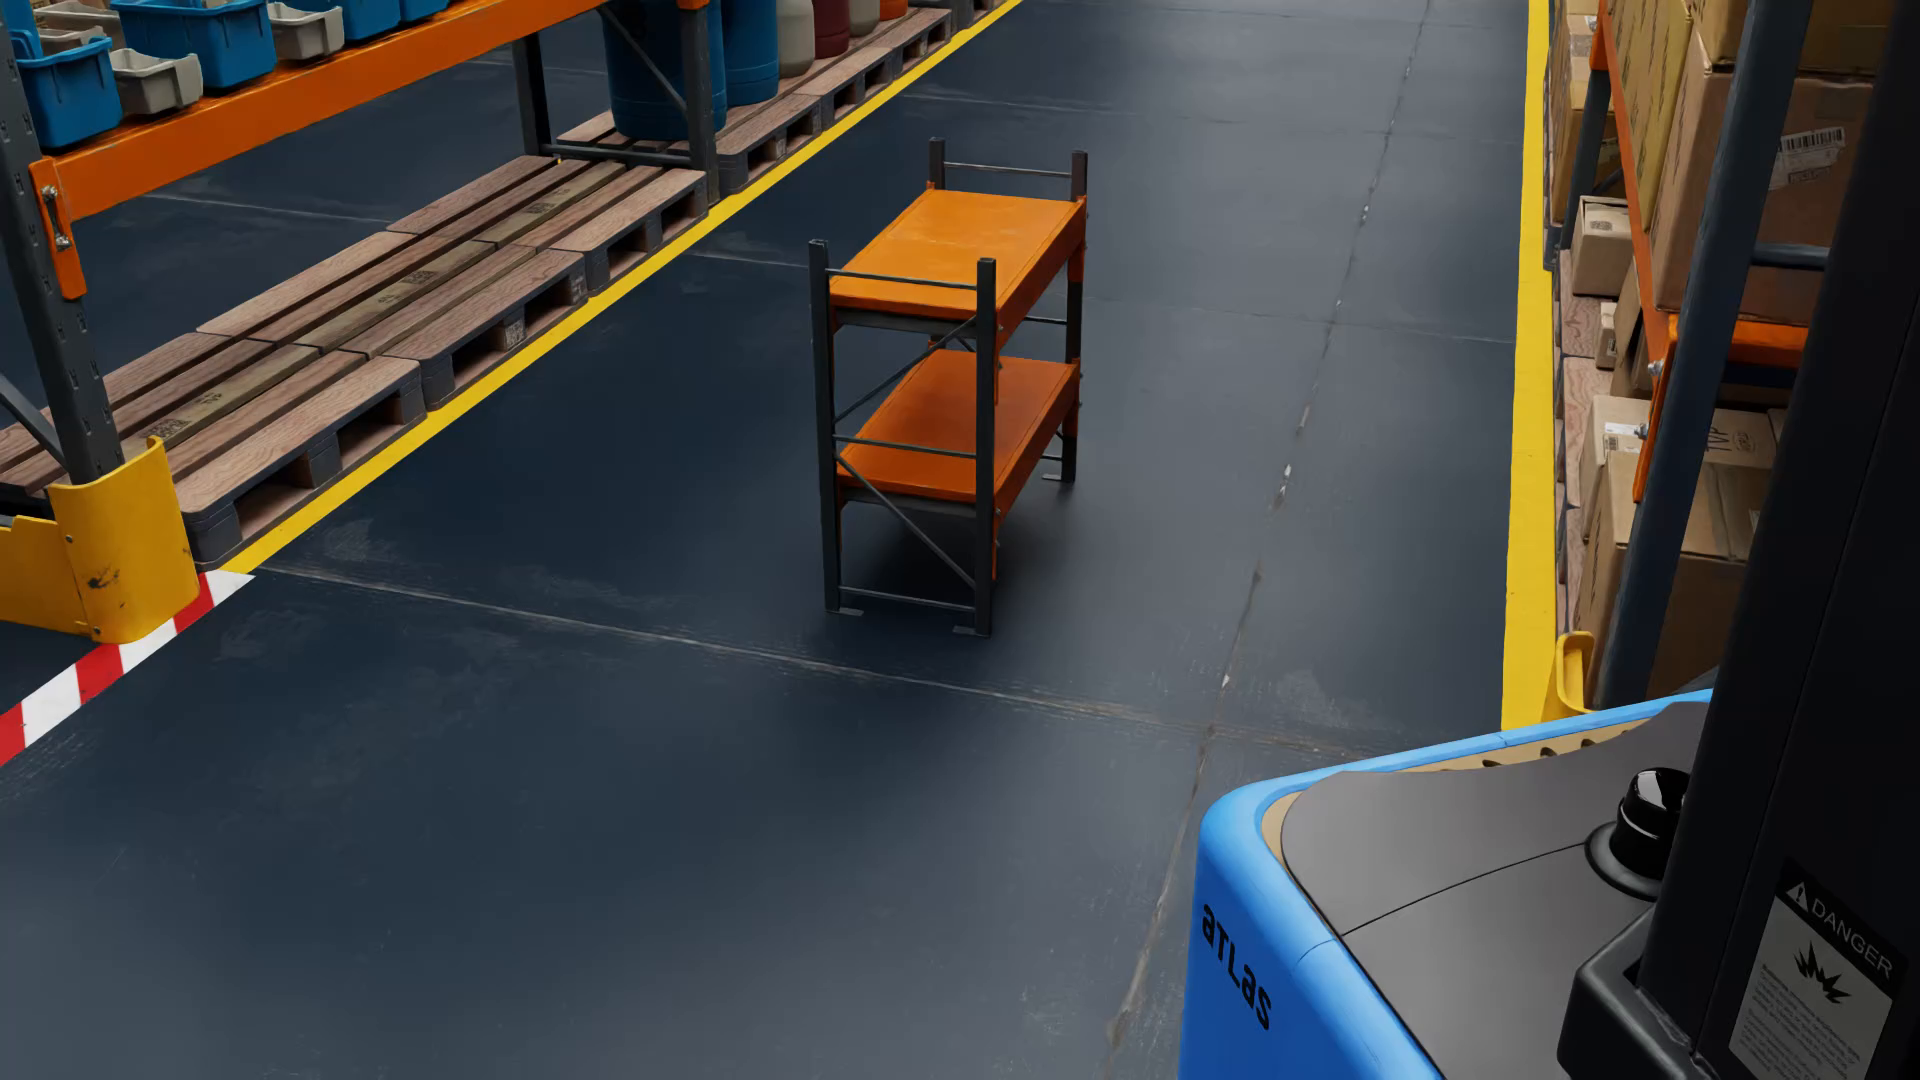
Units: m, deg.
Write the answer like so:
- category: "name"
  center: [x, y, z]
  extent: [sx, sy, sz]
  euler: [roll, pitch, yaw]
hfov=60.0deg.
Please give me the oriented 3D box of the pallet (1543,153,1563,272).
- category: "pallet"
  center: [3.249, -1.497, 7.723]
  extent: [1.003, 0.211, 1.213]
  euler: [8, 30, 15]

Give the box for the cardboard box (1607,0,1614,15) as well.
- category: "cardboard box"
  center: [2.636, -2.178, 5.976]
  extent: [0.500, 0.500, 0.500]
  euler: [9, 30, 16]

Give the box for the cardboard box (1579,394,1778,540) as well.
- category: "cardboard box"
  center: [2.104, -0.189, 4.879]
  extent: [0.500, 0.250, 0.500]
  euler: [8, 30, 15]

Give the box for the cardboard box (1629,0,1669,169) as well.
- category: "cardboard box"
  center: [2.044, -1.236, 4.284]
  extent: [0.500, 0.500, 0.500]
  euler: [9, 30, 15]

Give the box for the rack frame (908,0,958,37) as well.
- category: "rack frame"
  center: [-0.514, -4.899, 10.971]
  extent: [1.000, 3.000, 0.127]
  euler: [8, 30, 15]

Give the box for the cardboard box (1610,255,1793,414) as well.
- category: "cardboard box"
  center: [2.499, -0.559, 5.285]
  extent: [0.797, 0.503, 0.637]
  euler: [8, 30, 15]

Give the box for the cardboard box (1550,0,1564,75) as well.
- category: "cardboard box"
  center: [3.665, -2.876, 9.453]
  extent: [0.500, 0.500, 0.500]
  euler: [7, 30, 13]

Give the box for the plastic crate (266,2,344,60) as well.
- category: "plastic crate"
  center: [-2.103, -1.613, 5.273]
  extent: [0.250, 0.136, 0.298]
  euler: [8, 30, 15]

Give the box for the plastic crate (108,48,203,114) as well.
- category: "plastic crate"
  center: [-2.302, -1.297, 4.706]
  extent: [0.250, 0.136, 0.298]
  euler: [8, 30, 15]

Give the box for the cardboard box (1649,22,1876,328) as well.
- category: "cardboard box"
  center: [1.743, -0.764, 3.434]
  extent: [0.500, 0.500, 0.500]
  euler: [9, 30, 16]

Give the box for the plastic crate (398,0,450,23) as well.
- category: "plastic crate"
  center: [-2.000, -1.954, 5.787]
  extent: [0.416, 0.233, 0.300]
  euler: [8, 30, 15]

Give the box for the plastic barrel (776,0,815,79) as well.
- category: "plastic barrel"
  center: [-1.053, -2.966, 9.623]
  extent: [0.421, 0.512, 0.421]
  euler: [0, 29, 0]

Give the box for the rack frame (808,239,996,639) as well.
- category: "rack frame"
  center: [-0.151, -0.252, 4.546]
  extent: [0.500, 1.125, 0.032]
  euler: [8, 30, 15]

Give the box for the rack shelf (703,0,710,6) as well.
- category: "rack shelf"
  center: [-1.101, -3.655, 9.475]
  extent: [1.077, 0.370, 4.000]
  euler: [8, 30, 15]

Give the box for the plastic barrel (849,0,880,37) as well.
- category: "plastic barrel"
  center: [-0.722, -3.491, 10.566]
  extent: [0.421, 0.512, 0.421]
  euler: [0, 29, 0]

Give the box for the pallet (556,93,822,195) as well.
- category: "pallet"
  center: [-1.422, -2.174, 8.942]
  extent: [1.003, 0.211, 1.213]
  euler: [8, 30, 15]

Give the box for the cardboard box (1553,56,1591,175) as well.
- category: "cardboard box"
  center: [3.070, -1.930, 7.753]
  extent: [0.500, 0.500, 0.500]
  euler: [9, 30, 15]

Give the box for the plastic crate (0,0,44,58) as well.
- category: "plastic crate"
  center: [-2.942, -1.405, 4.593]
  extent: [0.616, 0.435, 0.499]
  euler: [8, 30, 15]

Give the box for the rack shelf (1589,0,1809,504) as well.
- category: "rack shelf"
  center: [2.459, -1.088, 4.860]
  extent: [1.077, 0.370, 4.000]
  euler: [8, 30, 15]

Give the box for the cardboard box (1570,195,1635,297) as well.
- category: "cardboard box"
  center: [2.716, -1.185, 6.608]
  extent: [0.500, 0.311, 0.500]
  euler: [8, 30, 15]

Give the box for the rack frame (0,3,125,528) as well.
- category: "rack frame"
  center: [-2.862, -1.181, 4.288]
  extent: [1.000, 3.000, 0.127]
  euler: [8, 30, 15]

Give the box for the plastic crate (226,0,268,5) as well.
- category: "plastic crate"
  center: [-2.569, -1.903, 5.795]
  extent: [0.298, 0.136, 0.250]
  euler: [8, 30, 15]

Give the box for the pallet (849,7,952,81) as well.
- category: "pallet"
  center: [-0.706, -3.308, 10.980]
  extent: [1.003, 0.211, 1.213]
  euler: [8, 30, 15]

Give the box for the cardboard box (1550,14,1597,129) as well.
- category: "cardboard box"
  center: [3.365, -2.400, 8.598]
  extent: [0.500, 0.500, 0.500]
  euler: [7, 30, 13]

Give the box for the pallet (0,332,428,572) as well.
- category: "pallet"
  center: [-2.583, -0.341, 5.645]
  extent: [1.003, 0.211, 1.213]
  euler: [8, 30, 15]

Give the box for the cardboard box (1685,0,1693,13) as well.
- category: "cardboard box"
  center: [1.887, -1.435, 3.612]
  extent: [0.500, 0.500, 0.500]
  euler: [9, 30, 16]

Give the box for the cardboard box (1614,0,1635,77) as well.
- category: "cardboard box"
  center: [2.340, -1.707, 5.130]
  extent: [0.500, 0.500, 0.500]
  euler: [8, 30, 15]

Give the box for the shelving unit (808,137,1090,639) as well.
- category: "shelving unit"
  center: [-0.002, -0.488, 4.971]
  extent: [0.538, 1.125, 1.048]
  euler: [8, 30, 15]

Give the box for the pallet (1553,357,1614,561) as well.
- category: "pallet"
  center: [2.487, -0.225, 5.438]
  extent: [1.003, 0.211, 1.213]
  euler: [8, 30, 15]

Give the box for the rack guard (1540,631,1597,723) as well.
- category: "rack guard"
  center: [1.894, 0.584, 3.686]
  extent: [1.175, 0.500, 0.348]
  euler: [8, 30, 15]

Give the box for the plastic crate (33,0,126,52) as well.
- category: "plastic crate"
  center: [-2.697, -1.630, 5.304]
  extent: [0.396, 0.136, 0.243]
  euler: [8, 30, 15]

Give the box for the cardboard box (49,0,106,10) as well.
- category: "cardboard box"
  center: [-5.993, -3.718, 10.601]
  extent: [1.225, 0.875, 0.875]
  euler: [7, 30, 13]

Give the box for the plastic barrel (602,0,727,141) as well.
- category: "plastic barrel"
  center: [-1.512, -2.557, 8.488]
  extent: [0.600, 0.901, 0.708]
  euler: [8, 30, 15]

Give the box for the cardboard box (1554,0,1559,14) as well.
- category: "cardboard box"
  center: [4.289, -3.692, 11.198]
  extent: [0.500, 0.250, 0.500]
  euler: [8, 30, 14]

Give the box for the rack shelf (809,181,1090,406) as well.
- category: "rack shelf"
  center: [-0.002, -0.744, 4.829]
  extent: [0.538, 0.278, 1.000]
  euler: [8, 30, 15]

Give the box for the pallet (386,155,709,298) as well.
- category: "pallet"
  center: [-1.867, -1.475, 7.683]
  extent: [1.003, 0.211, 1.213]
  euler: [8, 30, 15]

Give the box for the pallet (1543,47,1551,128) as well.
- category: "pallet"
  center: [3.965, -2.631, 9.762]
  extent: [1.003, 0.211, 1.213]
  euler: [8, 30, 15]
